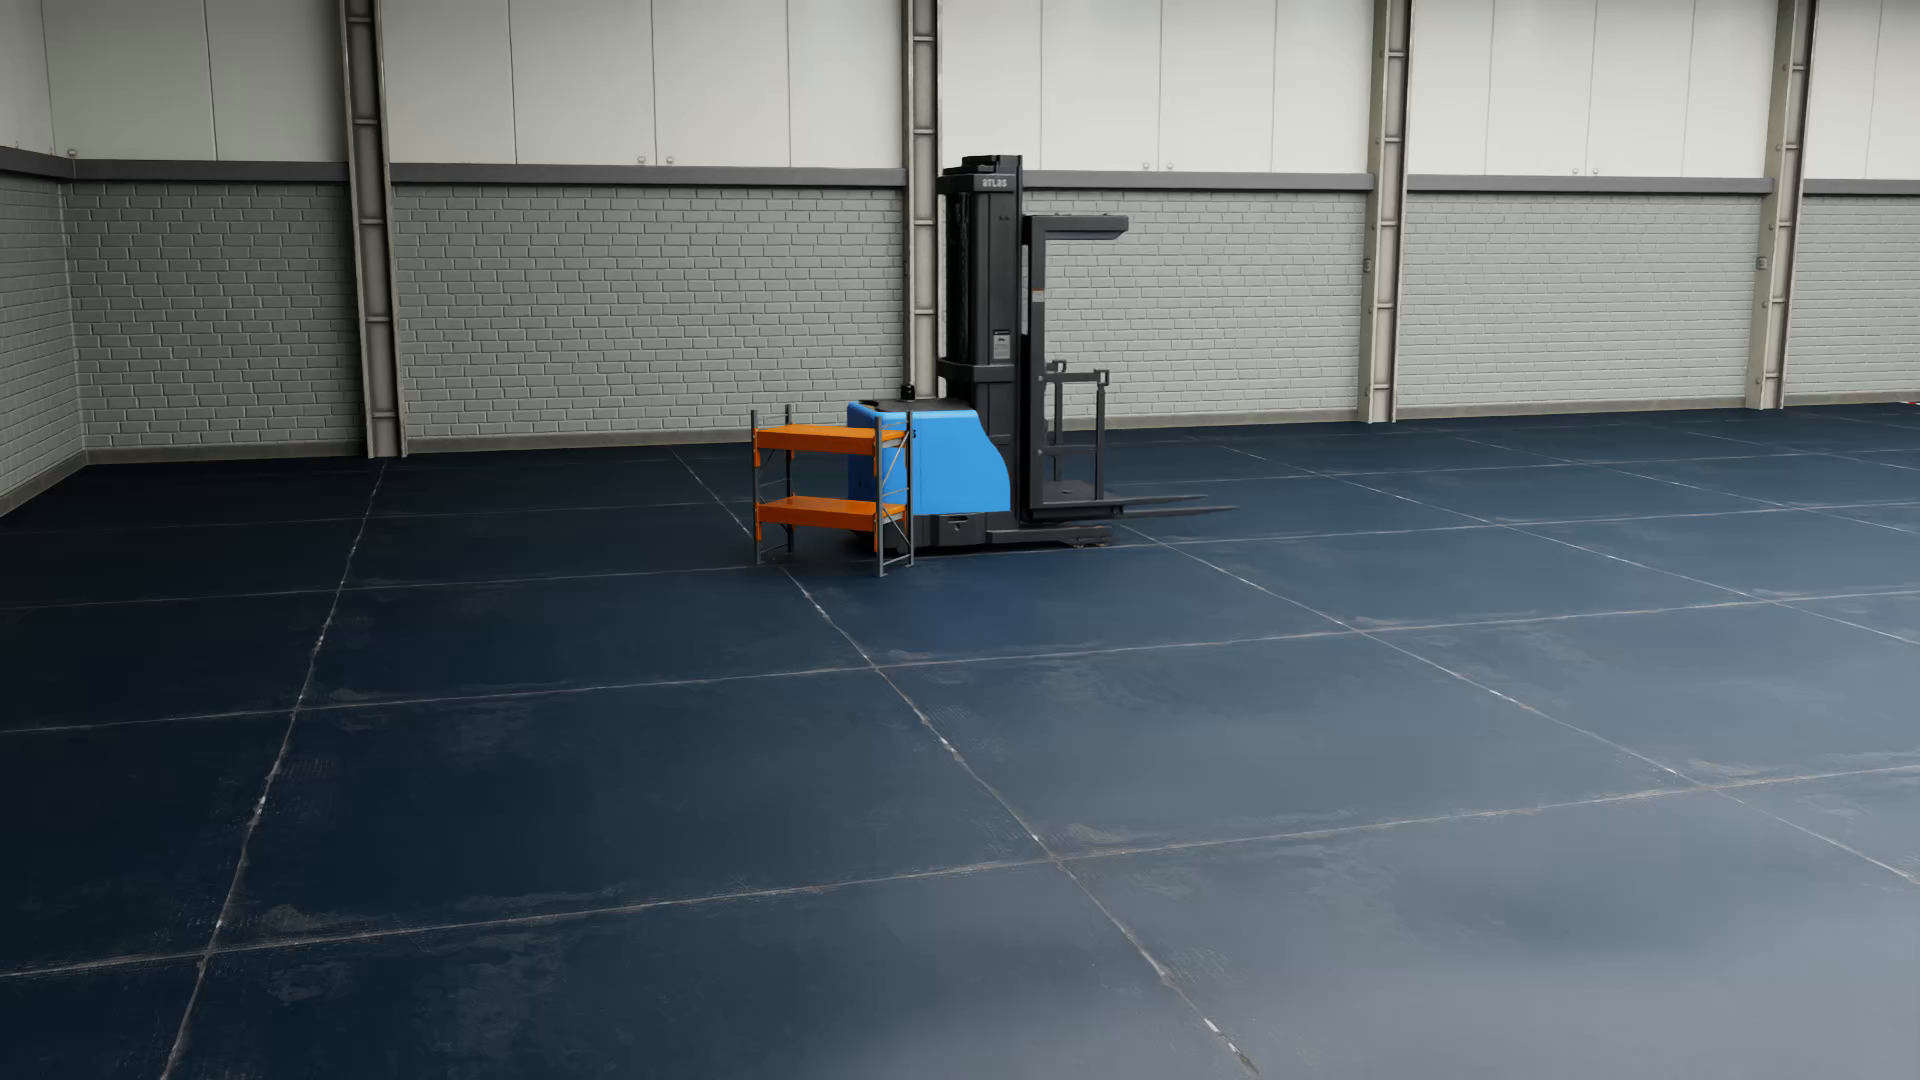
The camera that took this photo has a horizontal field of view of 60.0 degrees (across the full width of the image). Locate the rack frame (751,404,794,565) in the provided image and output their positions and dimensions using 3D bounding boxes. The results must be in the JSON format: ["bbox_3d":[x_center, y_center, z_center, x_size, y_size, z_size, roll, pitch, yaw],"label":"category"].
[{"bbox_3d":[-1.372,-0.416,12.198,0.032,1.125,0.500,5,12,26],"label":"rack frame"}]

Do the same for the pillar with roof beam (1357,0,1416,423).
[{"bbox_3d":[6.531,-5.197,16.421,0.400,9.000,9.100,-3,11,-16],"label":"pillar with roof beam"}]

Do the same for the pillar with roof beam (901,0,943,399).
[{"bbox_3d":[0.770,-4.893,14.772,0.400,9.000,9.100,-3,11,-16],"label":"pillar with roof beam"}]

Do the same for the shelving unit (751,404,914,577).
[{"bbox_3d":[-0.917,-0.375,11.976,1.048,1.125,0.538,5,12,26],"label":"shelving unit"}]

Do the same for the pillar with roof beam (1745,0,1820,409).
[{"bbox_3d":[12.292,-5.501,18.071,0.400,9.000,9.100,-3,11,-16],"label":"pillar with roof beam"}]

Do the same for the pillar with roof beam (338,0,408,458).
[{"bbox_3d":[-4.991,-4.590,13.123,0.400,9.000,9.100,-3,11,-16],"label":"pillar with roof beam"}]

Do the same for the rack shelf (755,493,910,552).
[{"bbox_3d":[-0.917,-0.134,12.020,1.000,0.278,0.538,5,12,26],"label":"rack shelf"}]

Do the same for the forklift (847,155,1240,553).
[{"bbox_3d":[0.679,-1.467,12.919,3.031,2.935,1.130,-3,11,-15],"label":"forklift"}]

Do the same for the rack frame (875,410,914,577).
[{"bbox_3d":[-0.461,-0.334,11.754,0.032,1.125,0.500,5,12,26],"label":"rack frame"}]

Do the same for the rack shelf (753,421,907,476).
[{"bbox_3d":[-0.917,-0.663,11.923,1.000,0.278,0.538,5,12,26],"label":"rack shelf"}]
